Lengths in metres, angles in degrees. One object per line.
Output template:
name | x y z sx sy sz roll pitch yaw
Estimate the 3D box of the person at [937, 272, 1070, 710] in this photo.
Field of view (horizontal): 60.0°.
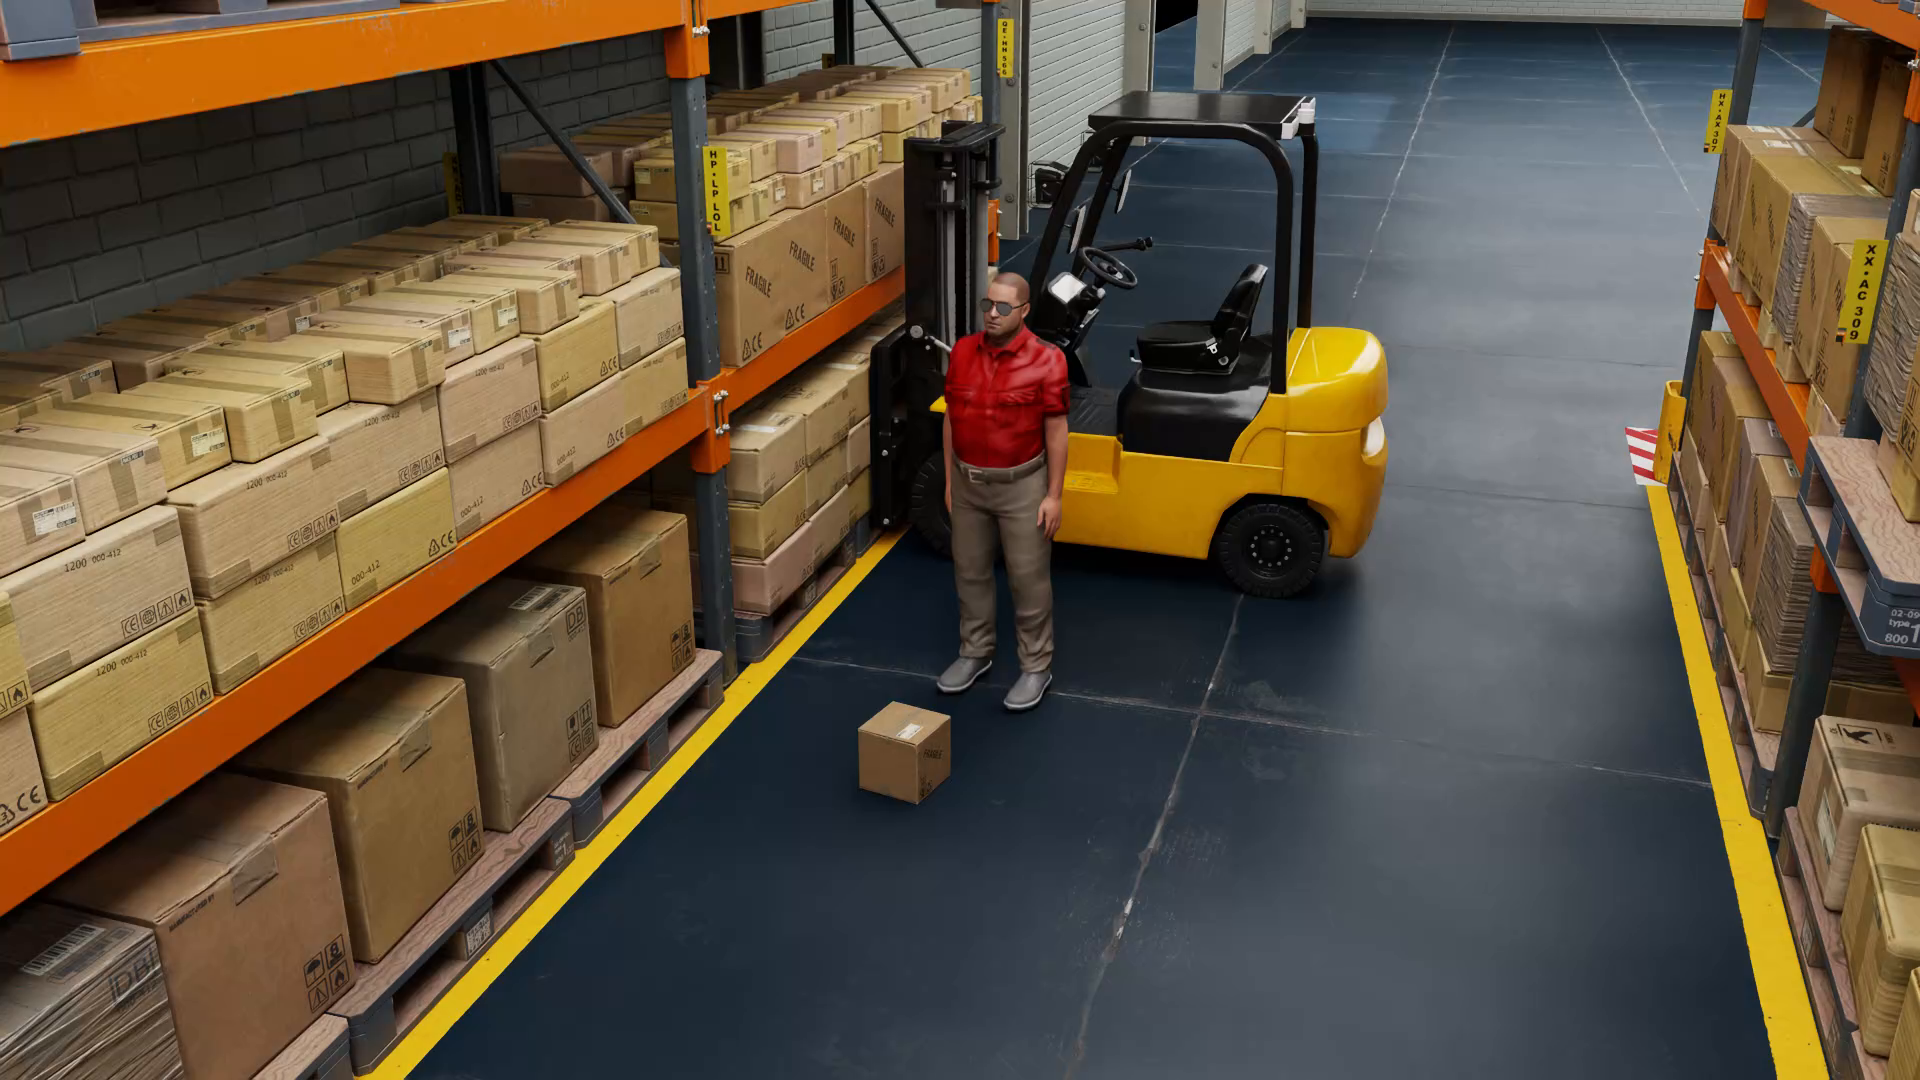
person | 0.157 -0.194 6.568 0.537 1.728 0.362 11 24 25
